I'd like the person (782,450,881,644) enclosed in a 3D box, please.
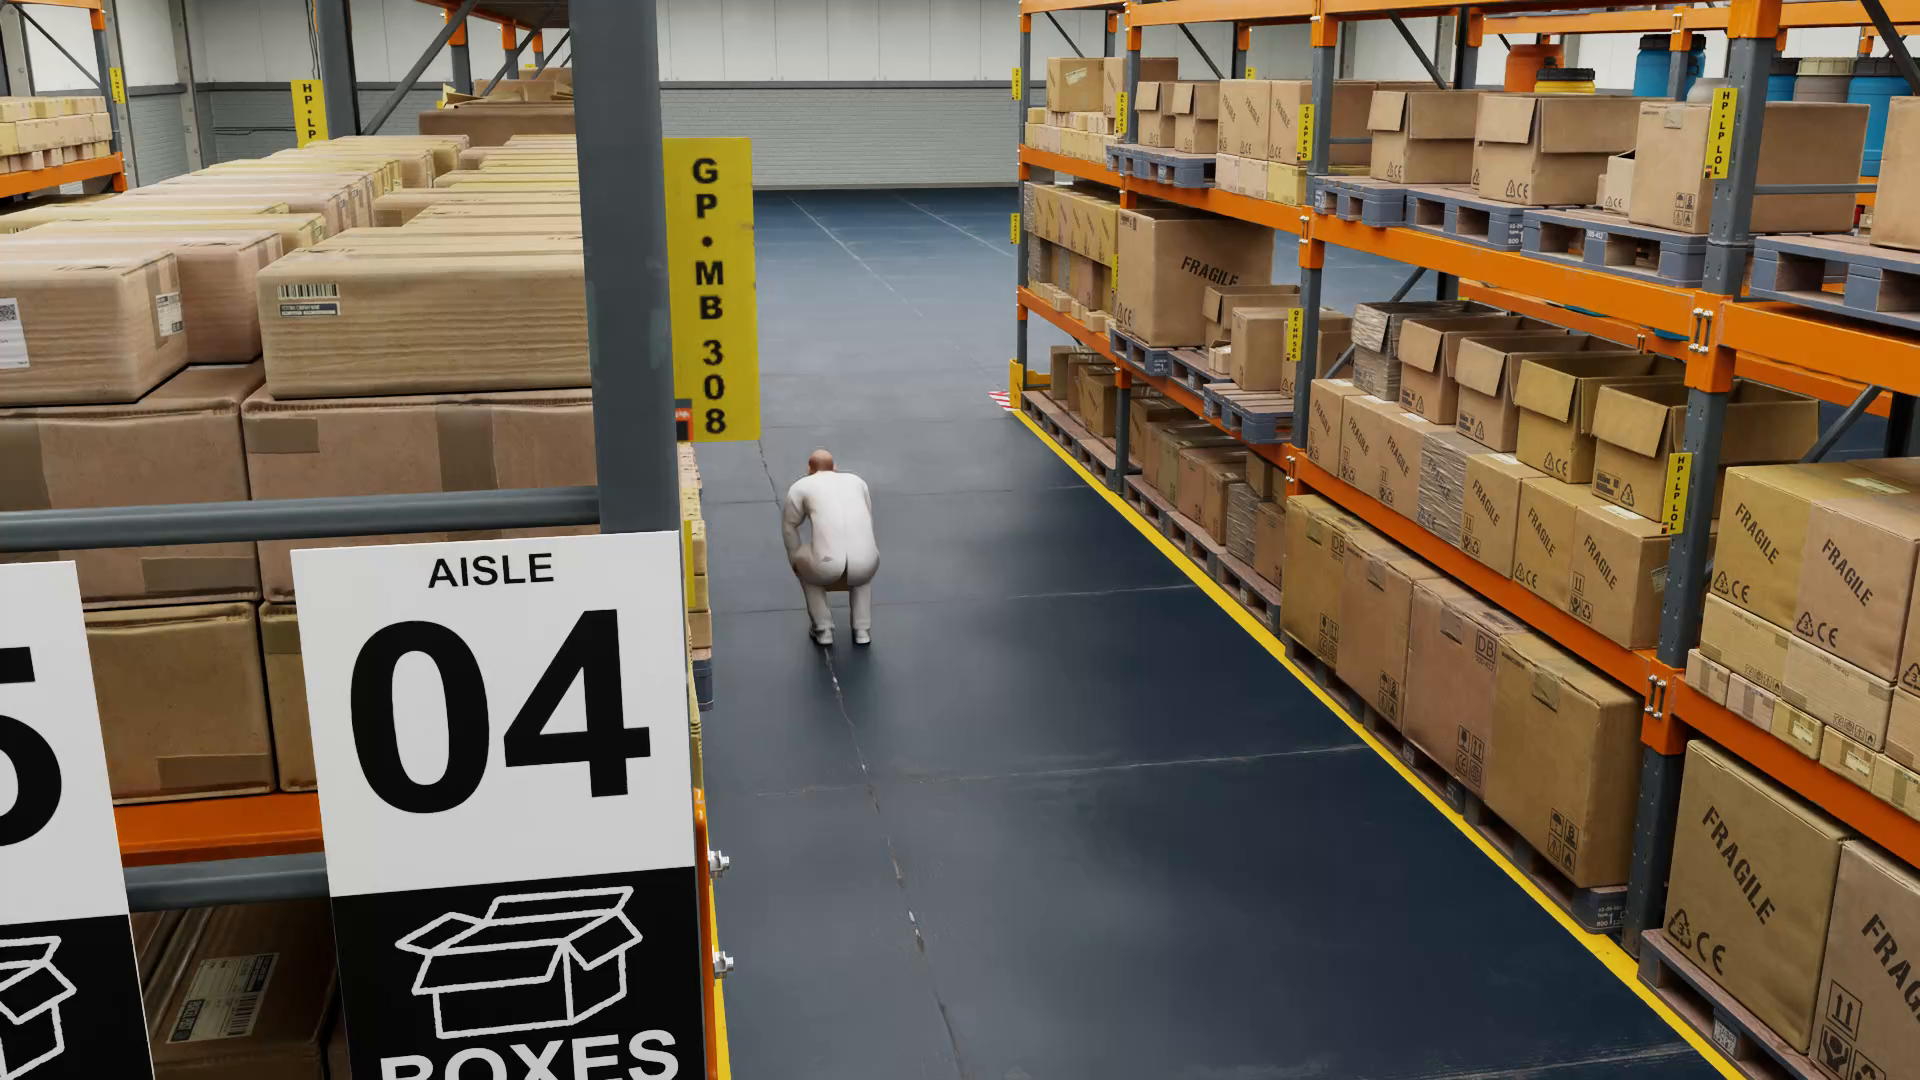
[{"bbox_3d":[-0.835,0.058,10.915,0.626,1.195,0.821,-3,16,-12],"label":"person"}]
